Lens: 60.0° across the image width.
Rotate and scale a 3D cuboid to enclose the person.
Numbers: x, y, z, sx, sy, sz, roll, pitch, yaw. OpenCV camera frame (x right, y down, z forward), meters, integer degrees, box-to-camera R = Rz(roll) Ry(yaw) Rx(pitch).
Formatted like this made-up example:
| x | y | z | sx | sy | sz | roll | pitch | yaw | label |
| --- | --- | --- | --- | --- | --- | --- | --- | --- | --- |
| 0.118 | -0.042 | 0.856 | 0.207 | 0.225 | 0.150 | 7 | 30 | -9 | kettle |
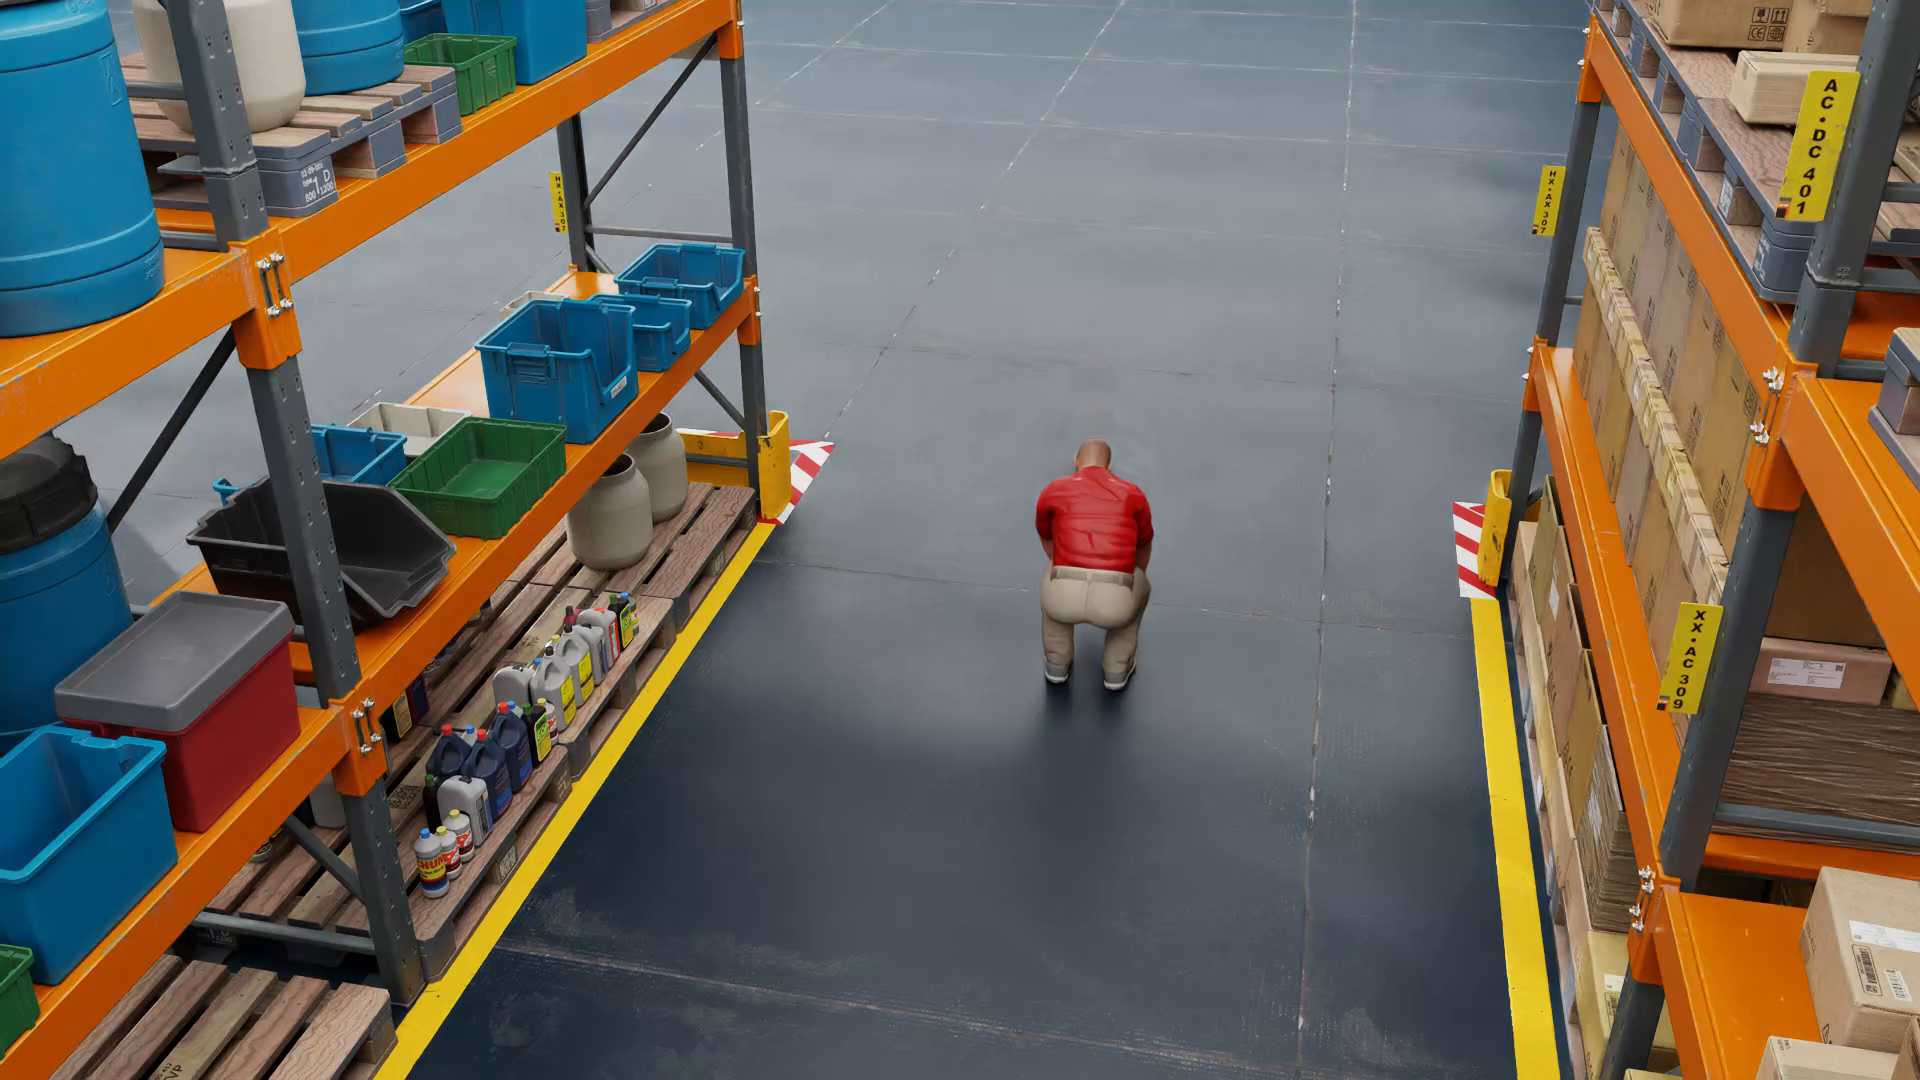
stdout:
| x | y | z | sx | sy | sz | roll | pitch | yaw | label |
| --- | --- | --- | --- | --- | --- | --- | --- | --- | --- |
| 0.605 | 0.113 | 7.701 | 0.566 | 1.001 | 0.883 | 6 | 29 | 10 | person |
